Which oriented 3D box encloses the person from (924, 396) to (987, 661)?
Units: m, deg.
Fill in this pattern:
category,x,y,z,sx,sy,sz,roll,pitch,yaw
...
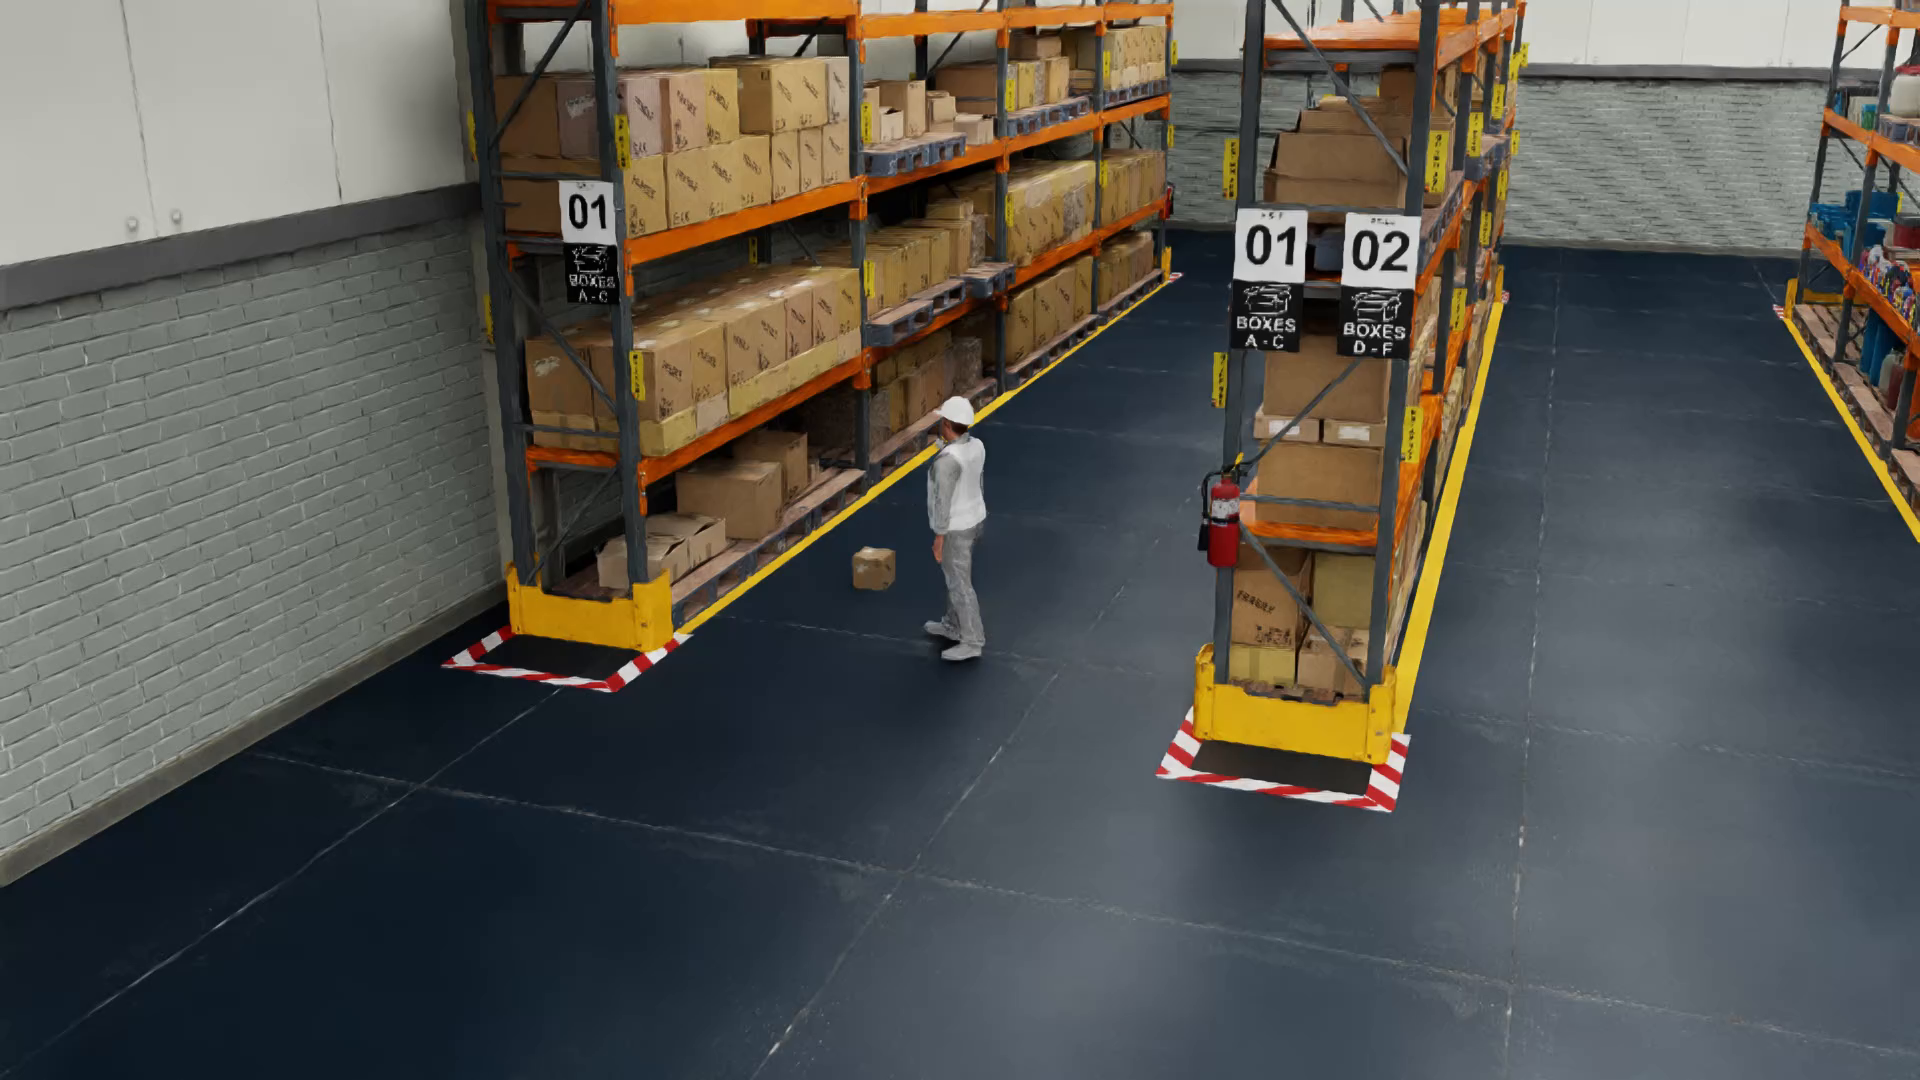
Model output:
category,x,y,z,sx,sy,sz,roll,pitch,yaw
person,-0.041,-0.118,11.334,0.577,1.774,0.689,8,20,23
